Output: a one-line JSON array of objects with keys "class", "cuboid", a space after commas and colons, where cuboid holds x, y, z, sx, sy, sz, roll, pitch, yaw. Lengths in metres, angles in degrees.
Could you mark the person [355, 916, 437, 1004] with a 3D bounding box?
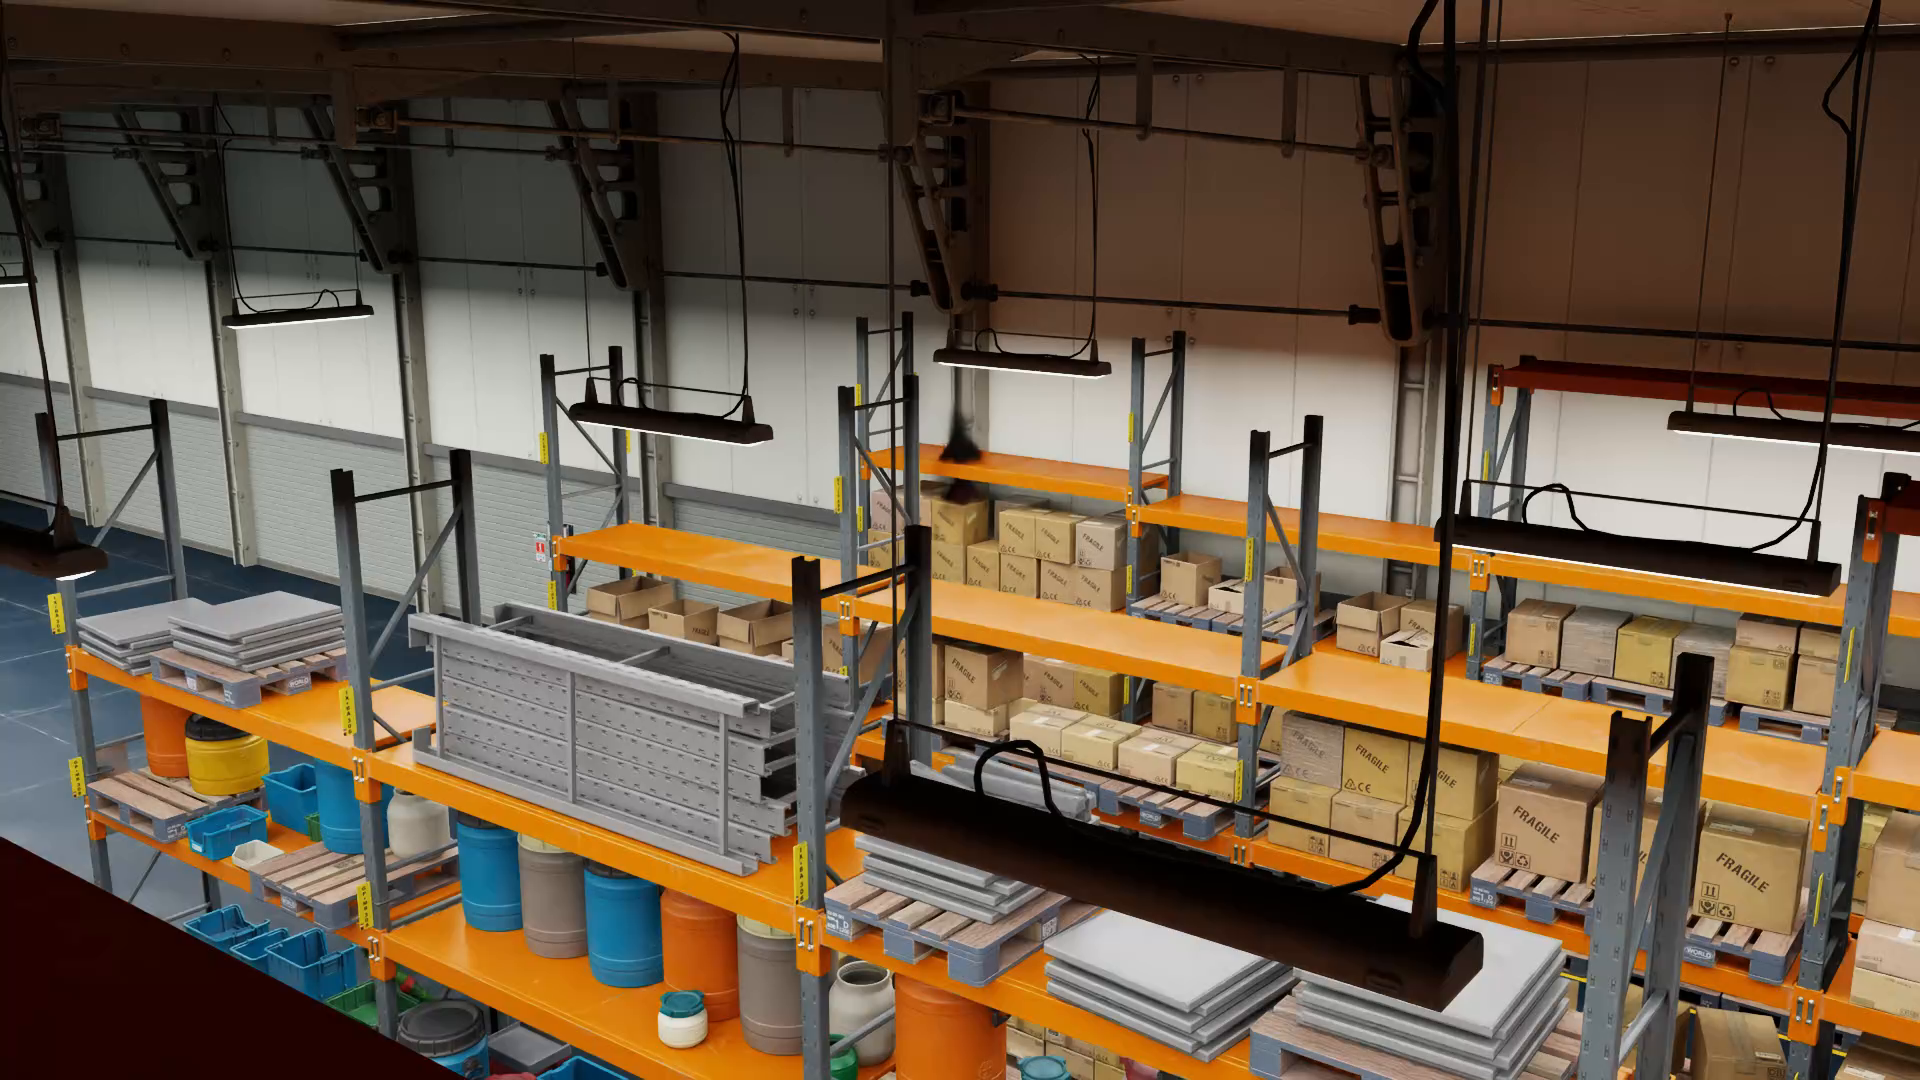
[{"class": "person", "cuboid": [-5.391, 3.706, 15.537, 0.787, 1.730, 0.721, -11, 17, -40]}]
